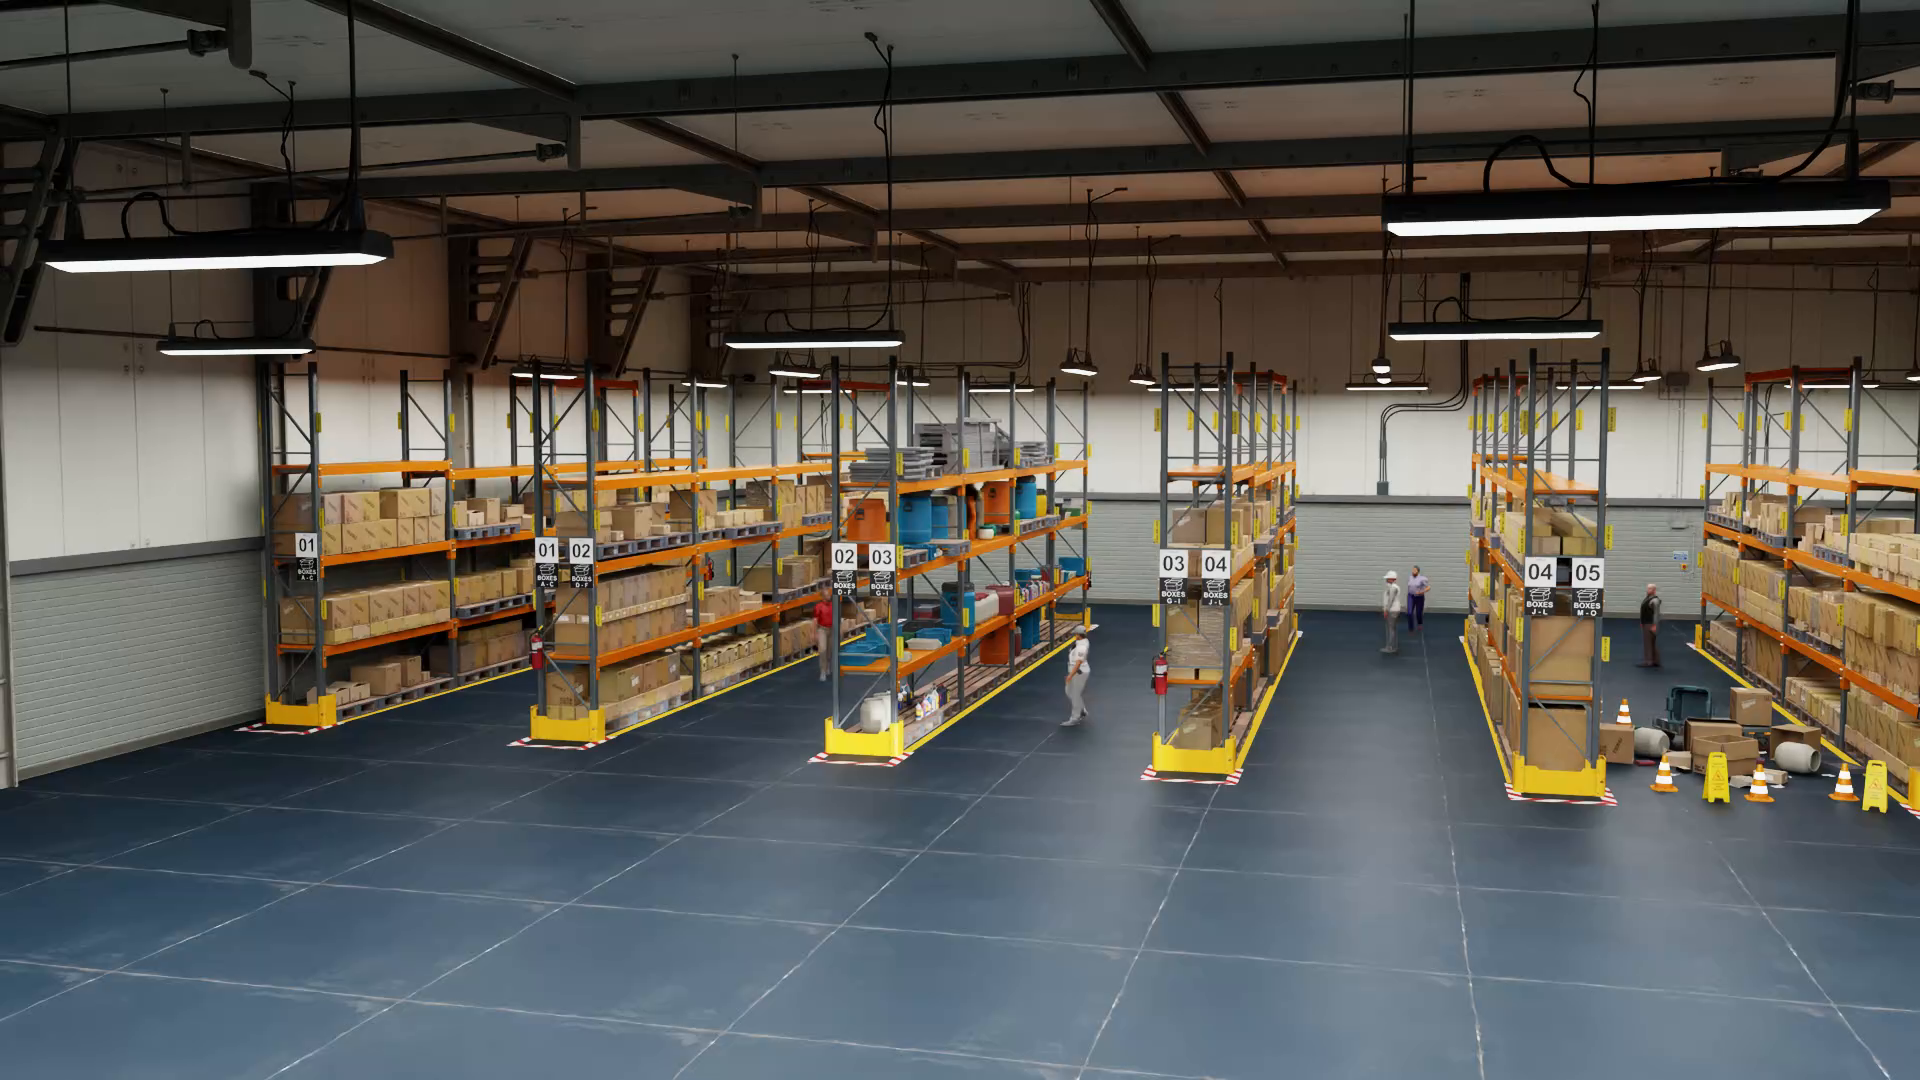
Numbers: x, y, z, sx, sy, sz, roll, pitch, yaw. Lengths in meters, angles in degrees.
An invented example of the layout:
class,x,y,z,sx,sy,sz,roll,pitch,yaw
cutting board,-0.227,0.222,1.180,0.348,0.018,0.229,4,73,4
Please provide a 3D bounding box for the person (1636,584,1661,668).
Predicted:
class,x,y,z,sx,sy,sz,roll,pitch,yaw
person,14.139,1.753,34.086,0.442,1.725,0.555,2,5,27

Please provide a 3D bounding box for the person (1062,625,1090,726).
class,x,y,z,sx,sy,sz,roll,pitch,yaw
person,1.921,2.247,27.596,0.481,1.679,0.555,0,4,-4

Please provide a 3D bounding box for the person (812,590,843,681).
class,x,y,z,sx,sy,sz,roll,pitch,yaw
person,-2.606,1.855,32.601,0.600,1.737,0.748,-1,4,-20

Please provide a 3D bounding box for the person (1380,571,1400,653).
class,x,y,z,sx,sy,sz,roll,pitch,yaw
person,9.367,1.562,36.186,0.403,1.783,0.544,2,4,23

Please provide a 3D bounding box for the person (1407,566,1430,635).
class,x,y,z,sx,sy,sz,roll,pitch,yaw
person,10.895,1.438,39.534,0.572,1.681,0.746,2,4,22
